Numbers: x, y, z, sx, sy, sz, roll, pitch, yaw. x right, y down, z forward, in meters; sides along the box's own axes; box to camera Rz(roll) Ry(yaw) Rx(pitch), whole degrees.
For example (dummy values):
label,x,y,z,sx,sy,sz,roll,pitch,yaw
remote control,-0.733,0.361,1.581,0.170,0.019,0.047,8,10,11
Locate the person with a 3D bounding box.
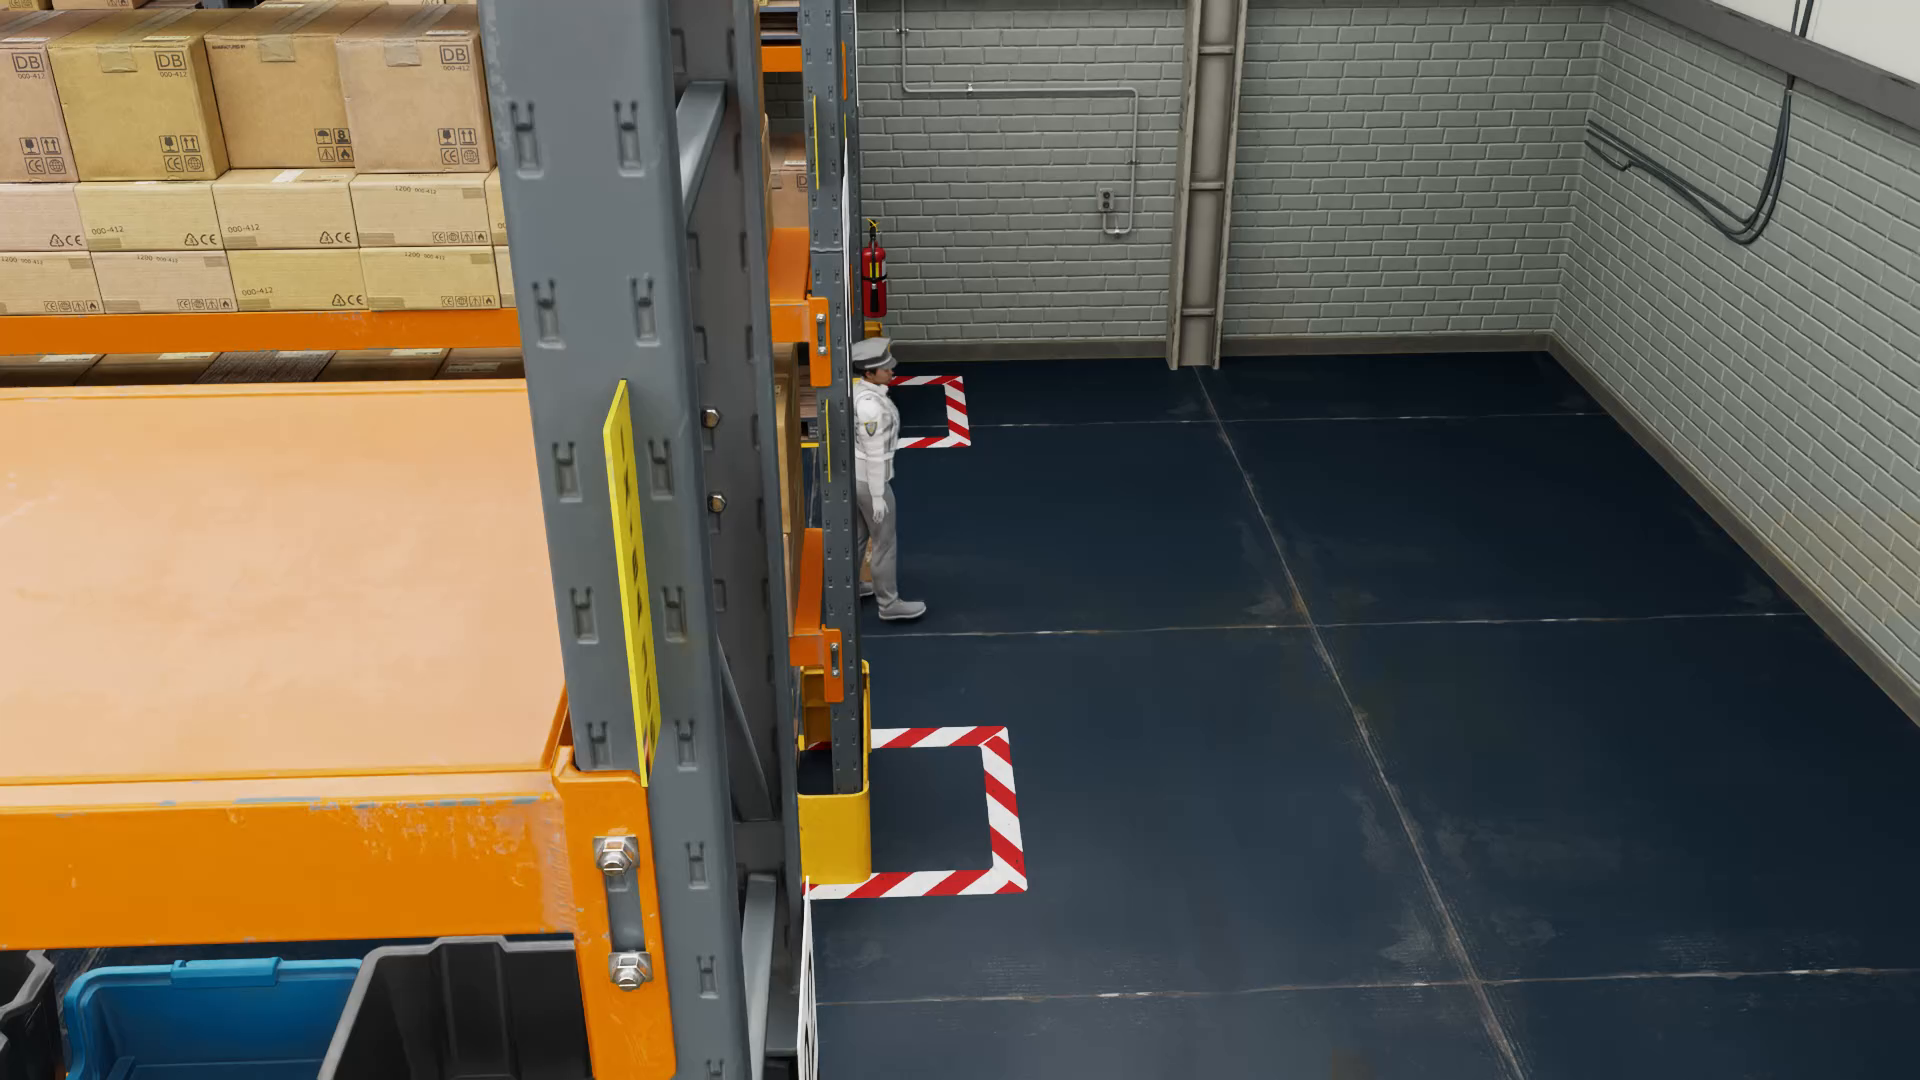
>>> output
label,x,y,z,sx,sy,sz,roll,pitch,yaw
person,-0.458,-0.341,9.541,0.489,1.678,0.634,-4,28,-7
